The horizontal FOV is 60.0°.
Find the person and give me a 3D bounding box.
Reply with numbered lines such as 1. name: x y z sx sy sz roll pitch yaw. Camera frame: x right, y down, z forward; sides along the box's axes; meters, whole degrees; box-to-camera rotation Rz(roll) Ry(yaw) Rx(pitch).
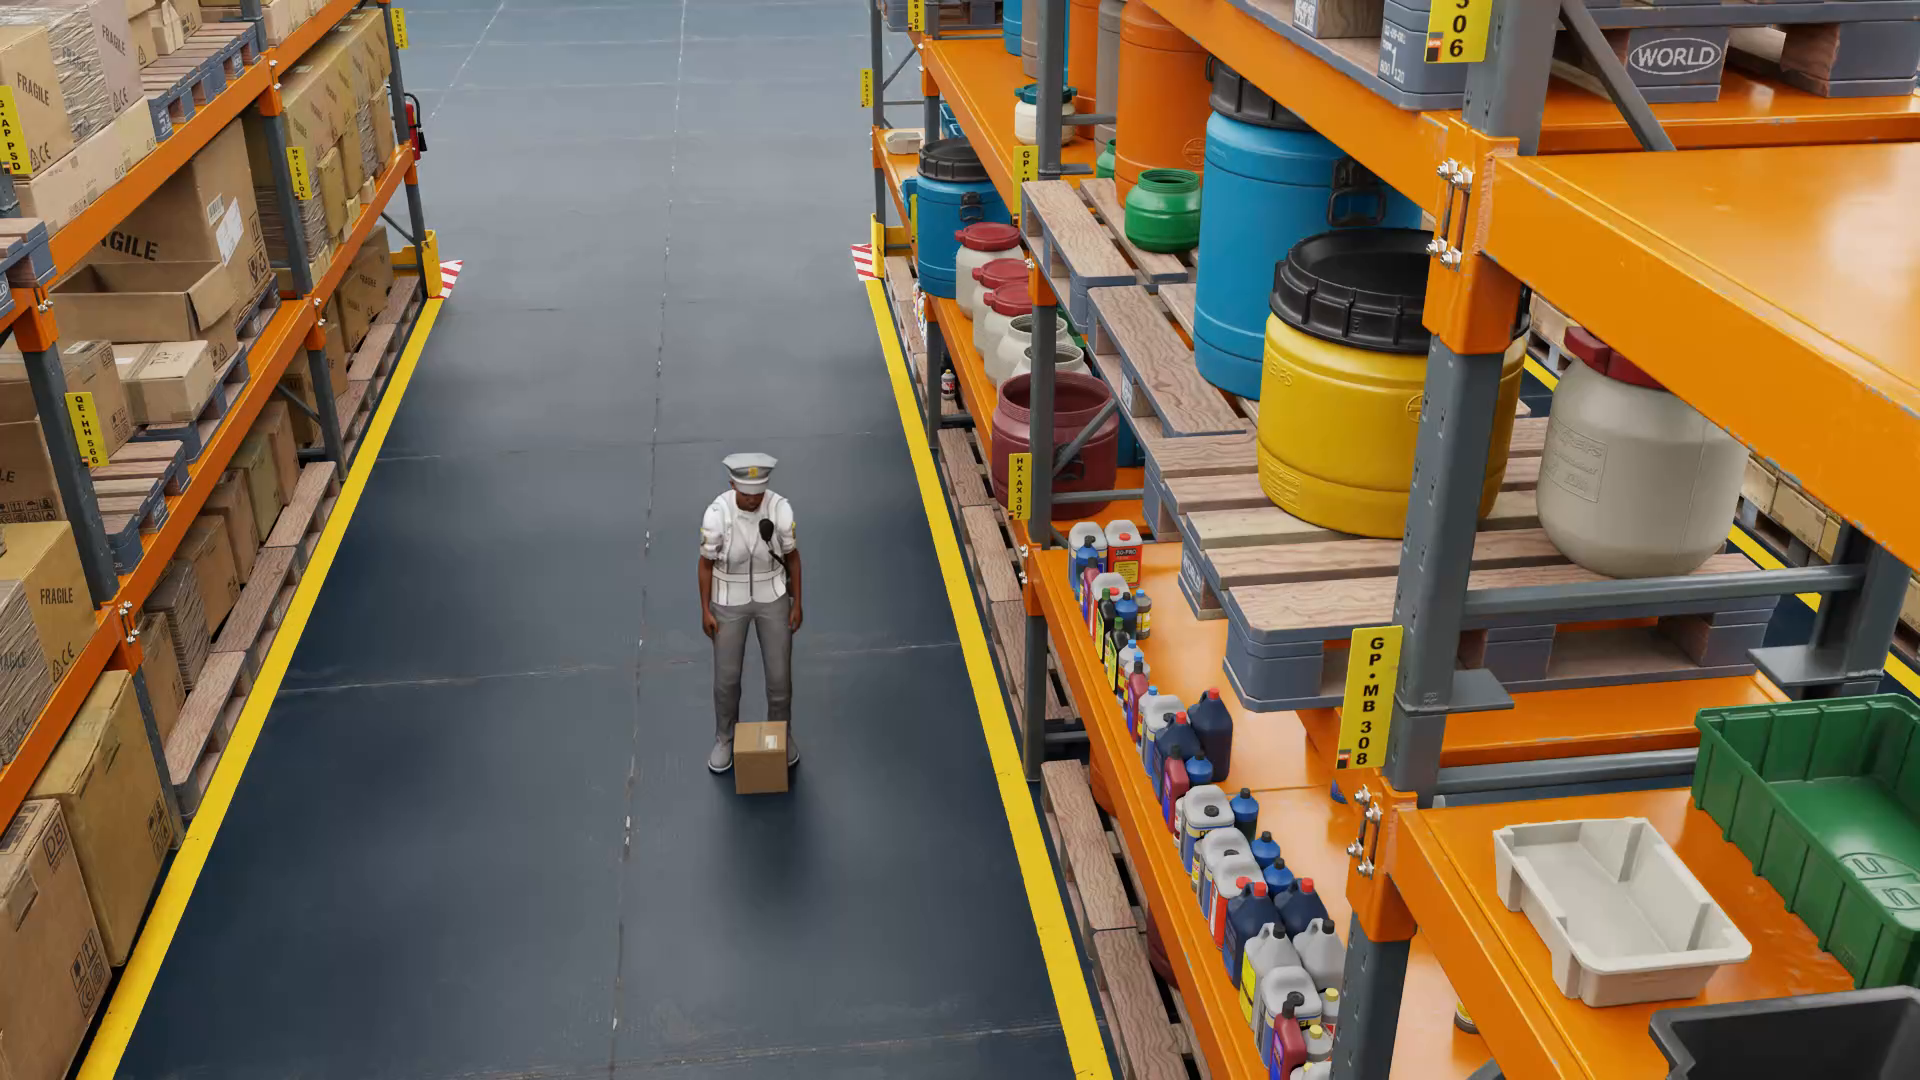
1. person: -1.009 0.326 7.989 0.521 1.657 0.395 -5 28 -10
